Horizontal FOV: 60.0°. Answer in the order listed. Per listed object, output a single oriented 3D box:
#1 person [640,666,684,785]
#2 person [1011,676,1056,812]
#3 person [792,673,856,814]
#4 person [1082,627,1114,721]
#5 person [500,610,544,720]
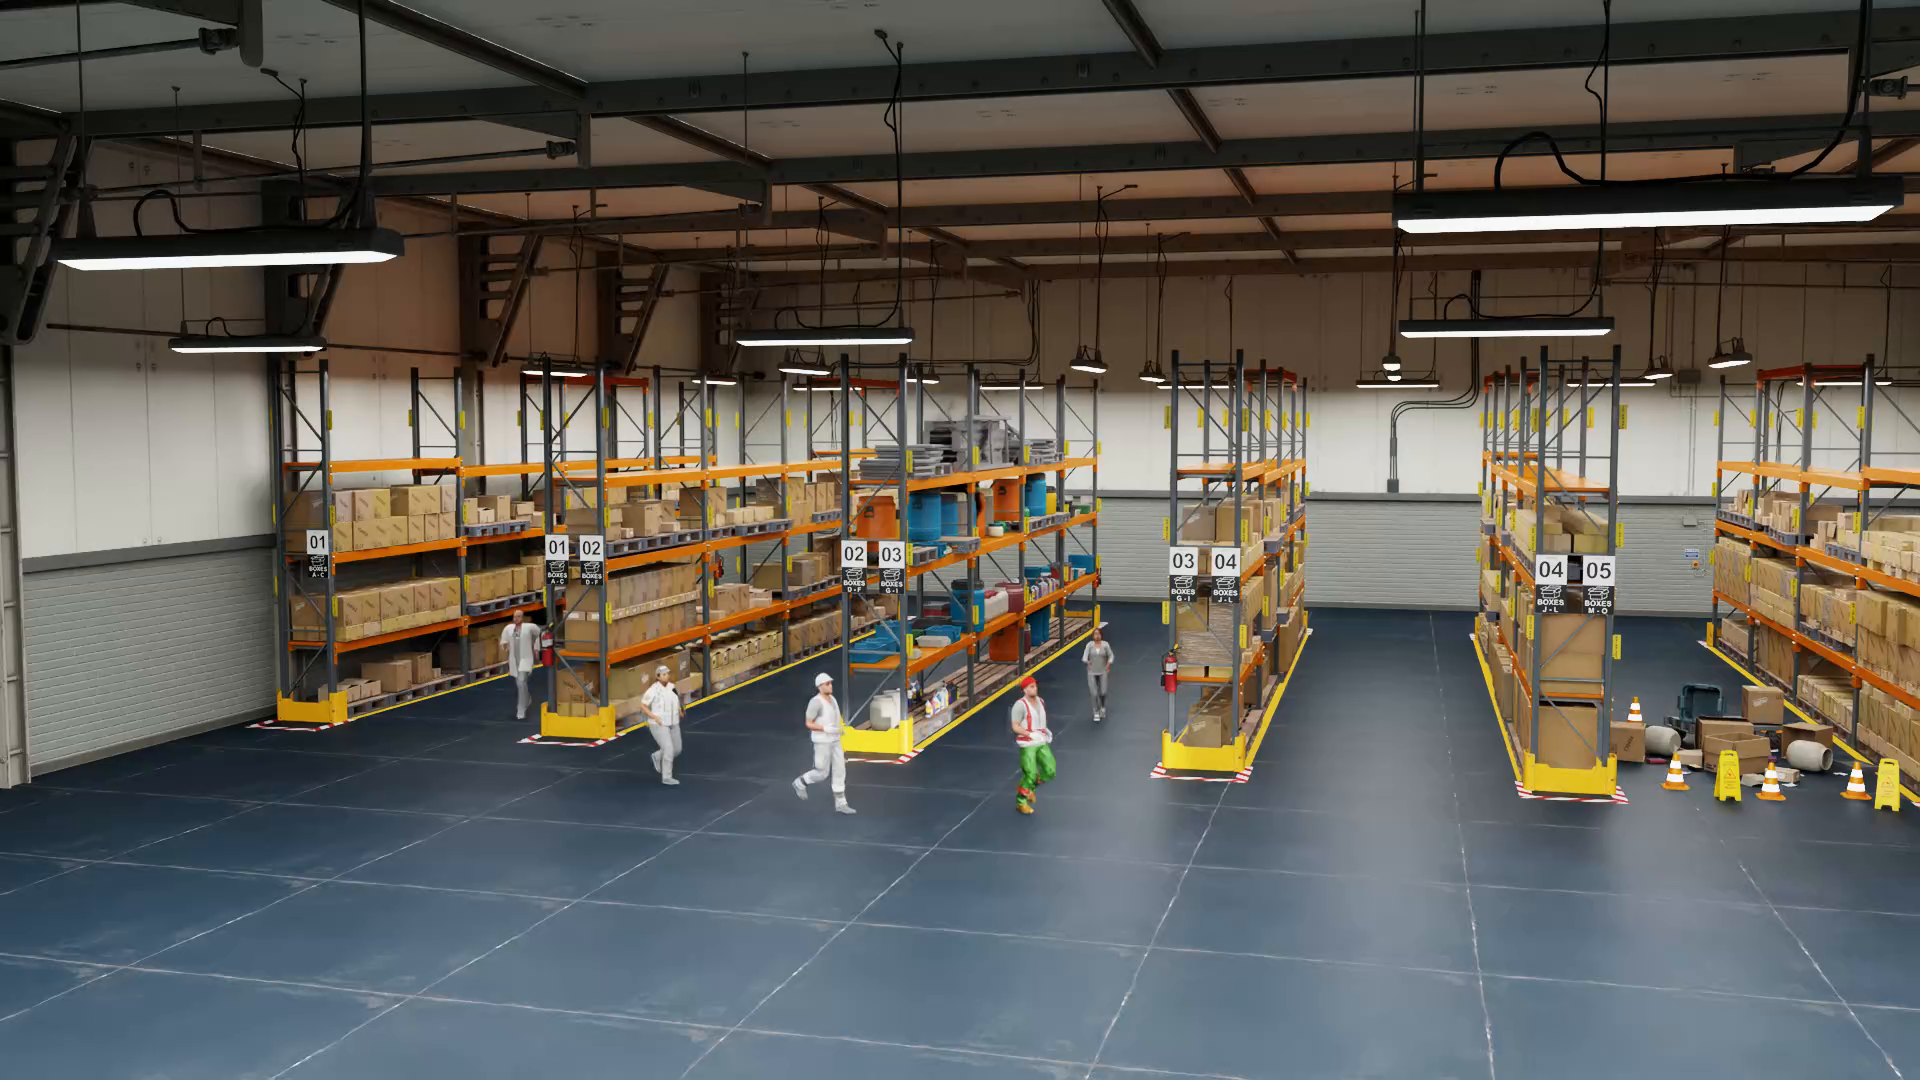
[{"bbox_3d":[-4.107,2.541,22.967,0.669,1.621,0.613,3,5,40],"label":"person"},{"bbox_3d":[0.963,2.606,21.163,0.654,1.748,0.591,-3,5,-39],"label":"person"},{"bbox_3d":[-1.717,2.579,21.200,0.947,1.770,0.655,3,5,32],"label":"person"},{"bbox_3d":[2.288,2.235,27.577,0.526,1.556,0.536,0,4,5],"label":"person"},{"bbox_3d":[-7.458,2.087,28.222,0.643,1.835,0.936,1,4,11],"label":"person"}]
